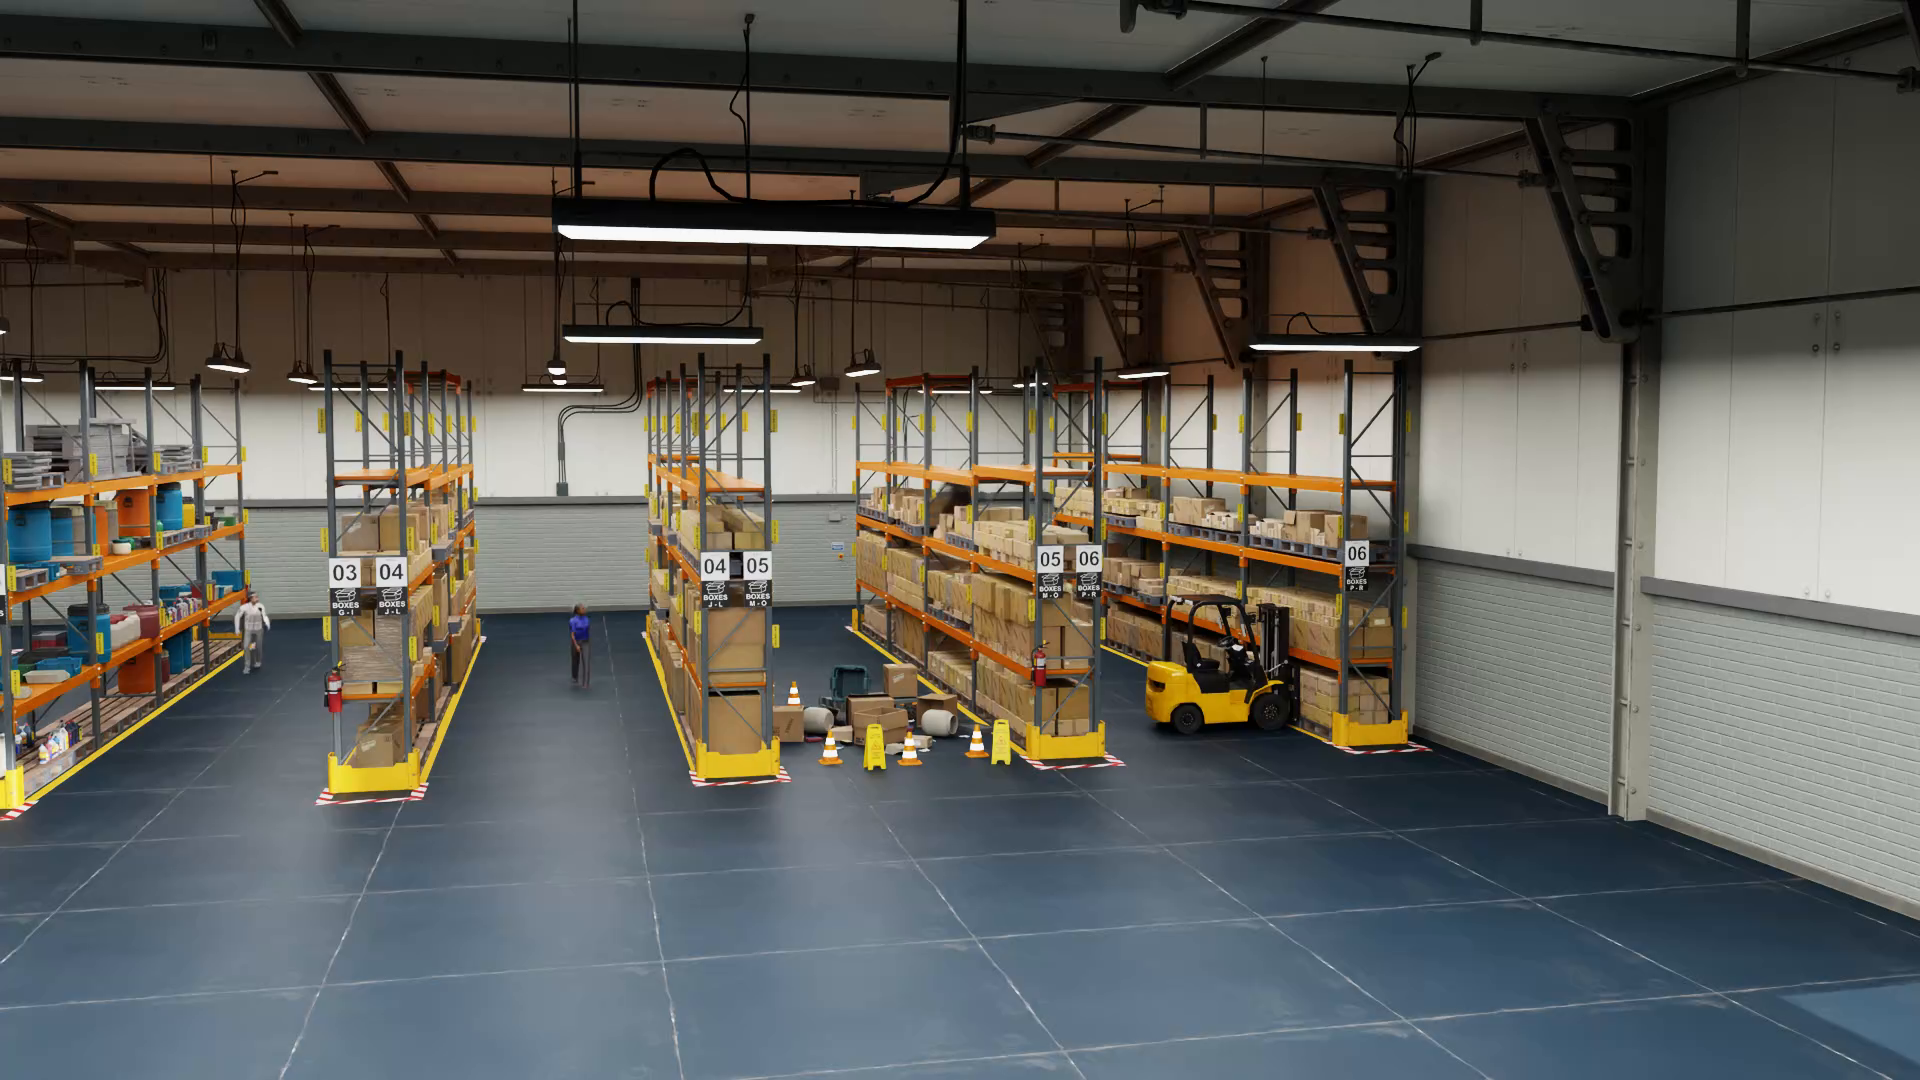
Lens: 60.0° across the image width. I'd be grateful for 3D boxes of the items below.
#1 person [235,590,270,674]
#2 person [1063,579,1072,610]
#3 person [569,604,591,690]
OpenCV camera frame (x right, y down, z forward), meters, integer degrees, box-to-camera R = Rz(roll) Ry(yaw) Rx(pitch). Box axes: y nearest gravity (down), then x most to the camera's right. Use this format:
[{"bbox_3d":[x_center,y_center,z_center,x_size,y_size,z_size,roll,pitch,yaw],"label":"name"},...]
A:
[{"bbox_3d":[-14.344,1.845,33.761,0.687,1.669,0.949,-1,4,-14],"label":"person"},{"bbox_3d":[2.088,1.466,34.811,0.623,1.652,0.503,-1,4,-8],"label":"person"},{"bbox_3d":[-7.201,2.004,31.530,0.402,1.610,0.933,-1,4,-18],"label":"person"}]
